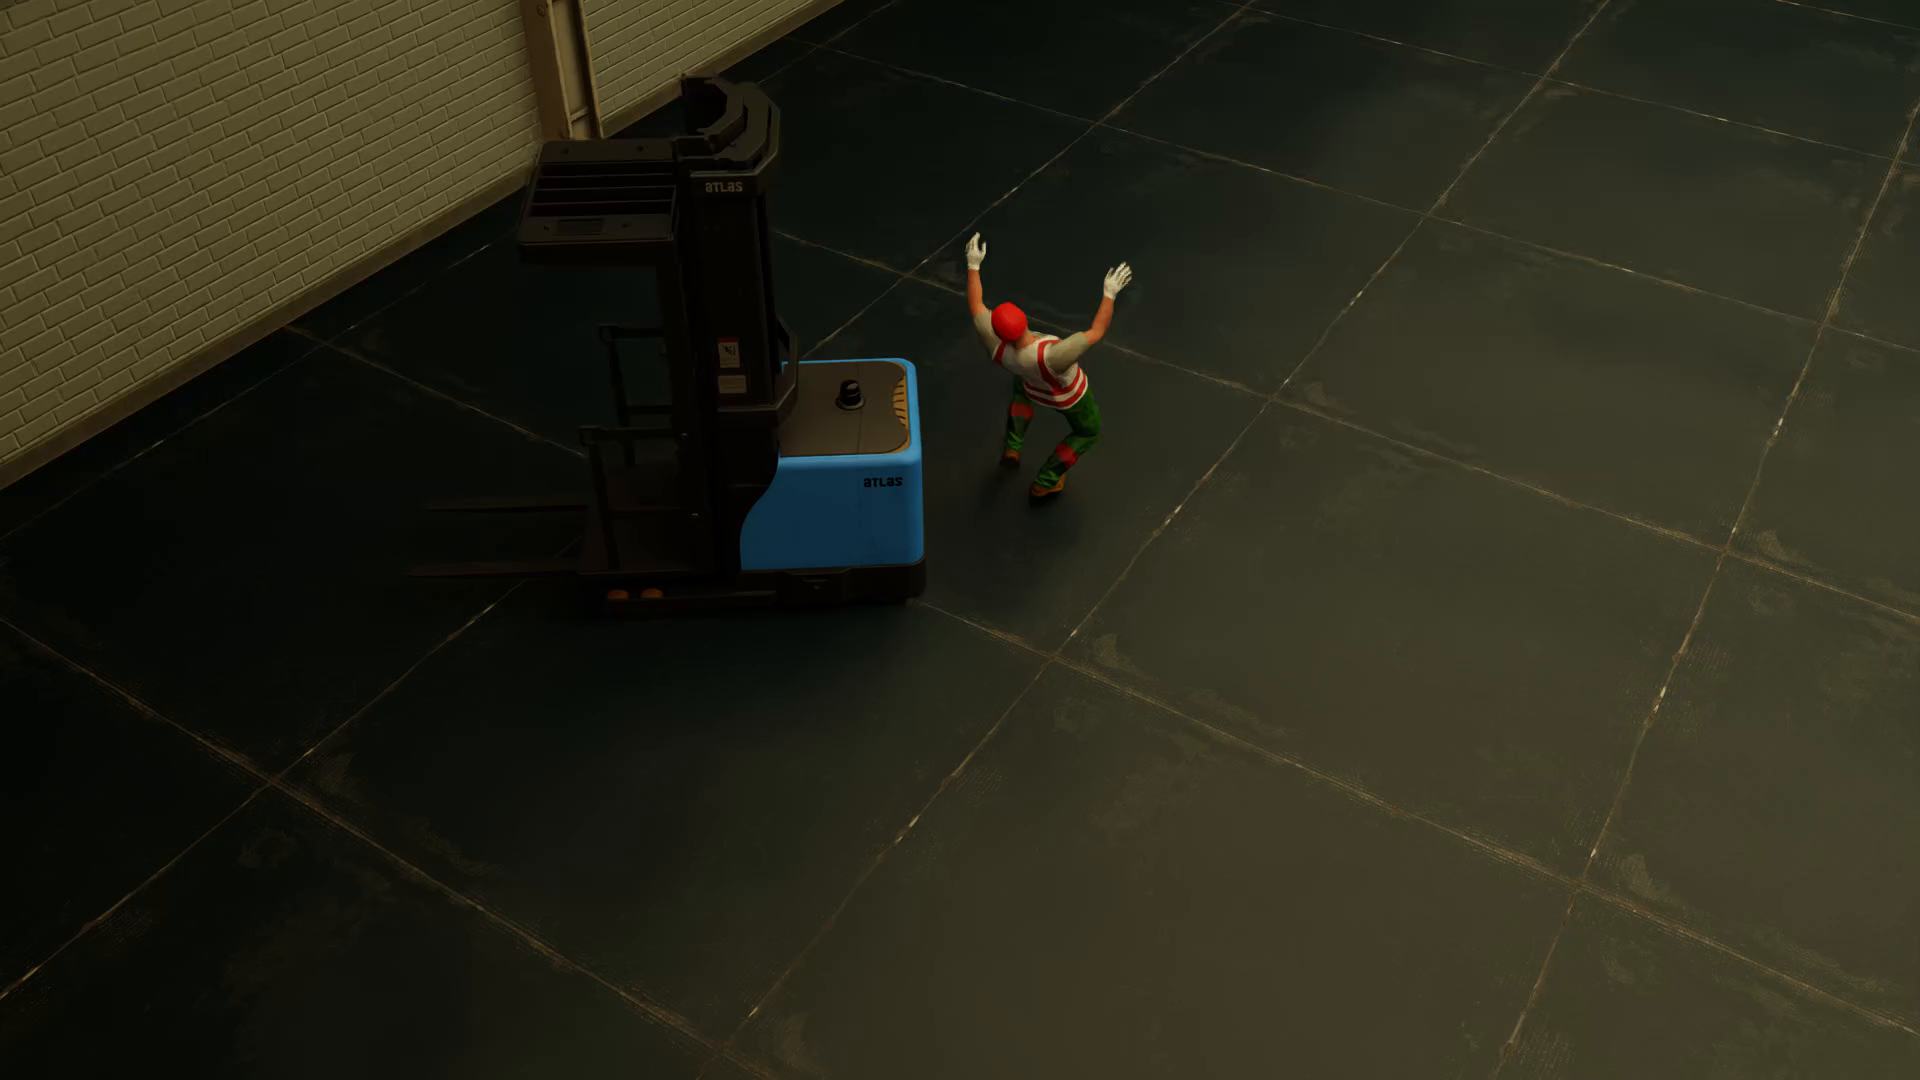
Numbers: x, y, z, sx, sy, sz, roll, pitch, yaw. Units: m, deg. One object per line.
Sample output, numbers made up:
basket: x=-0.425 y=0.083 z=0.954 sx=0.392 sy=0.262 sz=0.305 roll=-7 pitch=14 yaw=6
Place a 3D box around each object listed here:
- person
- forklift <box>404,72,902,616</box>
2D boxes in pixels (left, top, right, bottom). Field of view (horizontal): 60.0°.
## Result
person: x=0.436 y=-1.039 z=10.118 sx=0.986 sy=1.546 sz=0.748 roll=23 pitch=45 yaw=25
forklift: x=-1.736 y=-1.022 z=9.172 sx=3.031 sy=2.935 sz=1.121 roll=-2 pitch=40 yaw=-3
